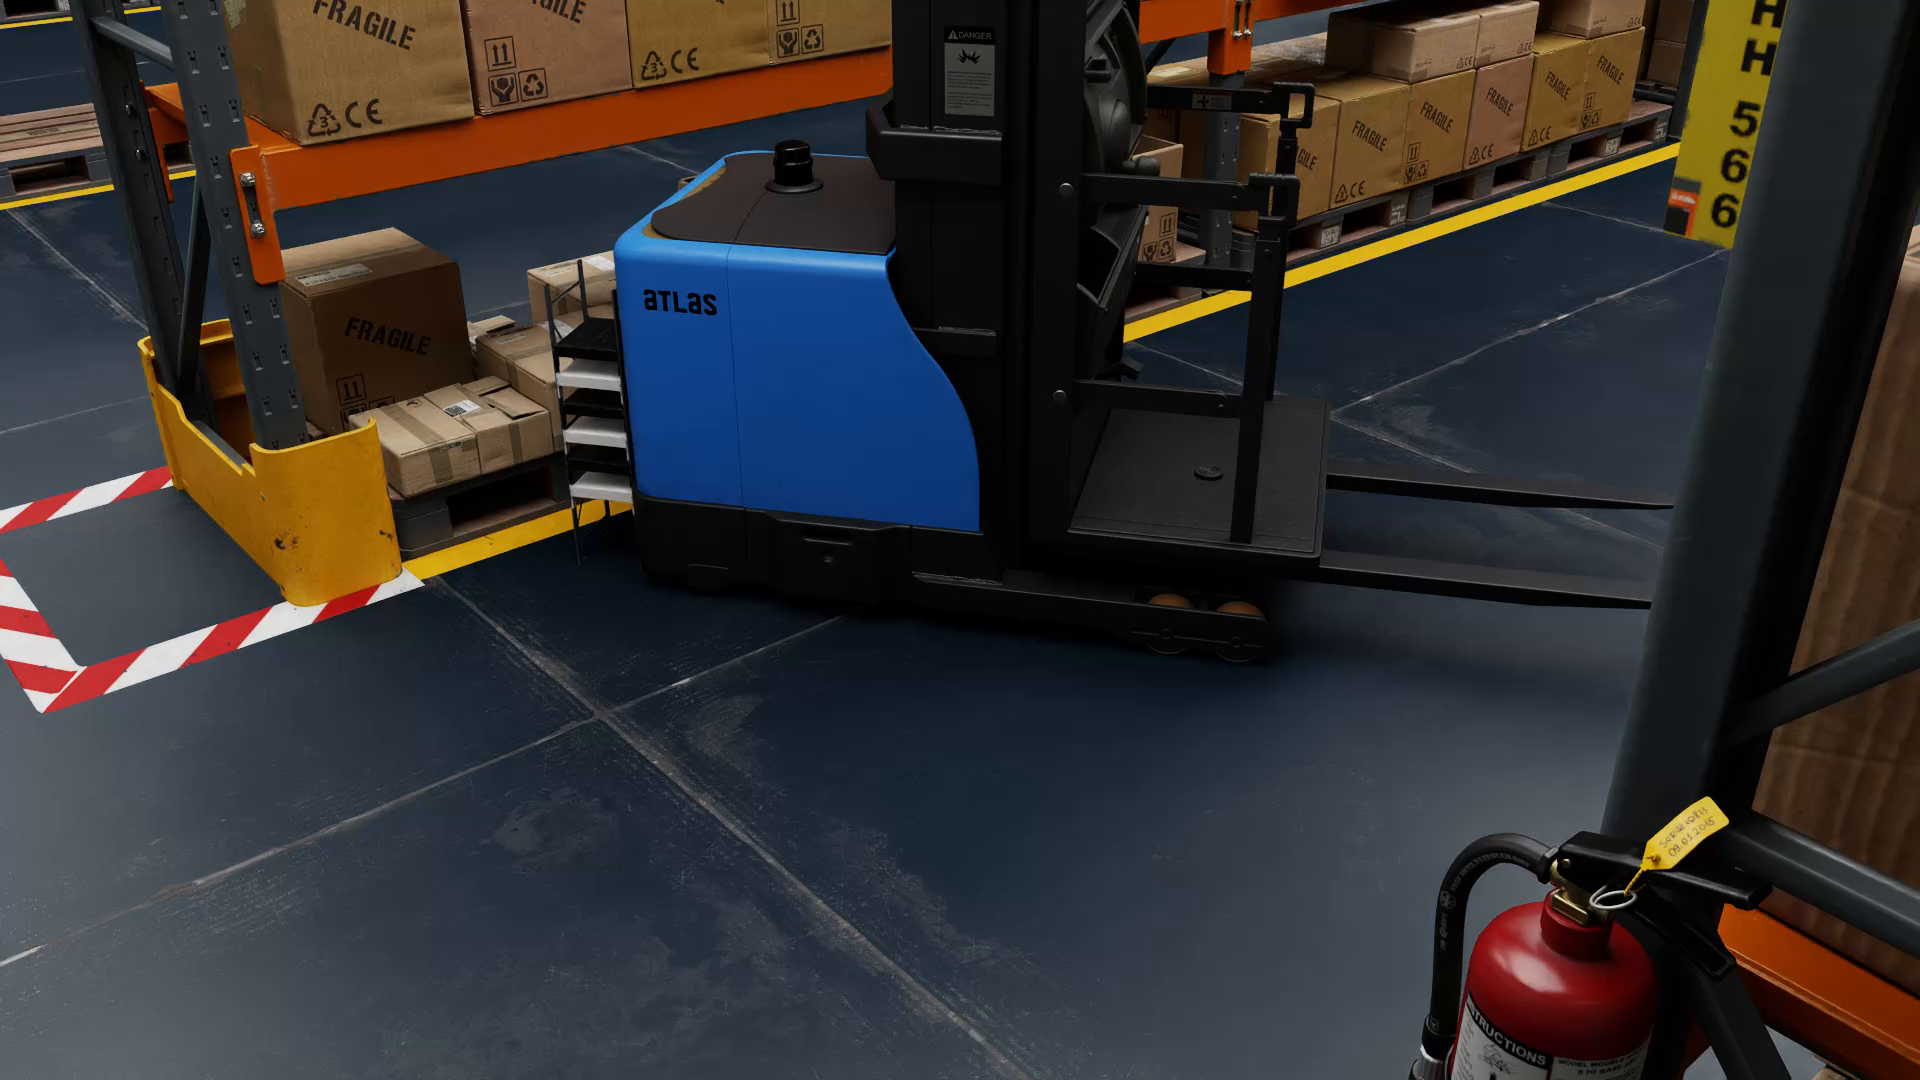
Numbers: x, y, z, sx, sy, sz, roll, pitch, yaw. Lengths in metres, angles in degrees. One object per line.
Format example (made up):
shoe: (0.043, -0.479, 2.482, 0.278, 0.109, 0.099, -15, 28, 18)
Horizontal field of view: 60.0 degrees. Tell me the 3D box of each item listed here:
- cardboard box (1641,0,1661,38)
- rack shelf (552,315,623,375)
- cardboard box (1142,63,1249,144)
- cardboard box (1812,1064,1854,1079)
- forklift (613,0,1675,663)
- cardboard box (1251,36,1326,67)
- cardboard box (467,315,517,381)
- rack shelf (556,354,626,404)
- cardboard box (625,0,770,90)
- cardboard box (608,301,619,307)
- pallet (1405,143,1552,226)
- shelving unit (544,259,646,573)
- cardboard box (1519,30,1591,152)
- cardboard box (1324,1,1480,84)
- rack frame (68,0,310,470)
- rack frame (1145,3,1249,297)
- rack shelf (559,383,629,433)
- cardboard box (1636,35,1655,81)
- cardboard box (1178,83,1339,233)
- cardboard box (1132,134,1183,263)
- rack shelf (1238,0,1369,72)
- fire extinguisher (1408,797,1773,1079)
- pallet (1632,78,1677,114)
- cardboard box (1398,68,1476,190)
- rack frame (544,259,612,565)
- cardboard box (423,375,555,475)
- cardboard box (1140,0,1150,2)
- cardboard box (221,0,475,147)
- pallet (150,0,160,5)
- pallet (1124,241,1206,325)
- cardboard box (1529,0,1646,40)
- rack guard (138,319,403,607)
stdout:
cardboard box: (4.086, -3.268, 10.059, 0.500, 0.311, 0.500, -21, 34, -34)
rack shelf: (-1.043, -0.572, 4.864, 0.200, 0.077, 0.258, 6, 29, 12)
cardboard box: (0.993, -1.921, 7.848, 0.500, 0.500, 0.500, -22, 35, -35)
cardboard box: (1.447, 1.090, 2.234, 0.500, 0.500, 0.700, -22, 35, -35)
forklift: (0.608, -1.228, 4.438, 3.031, 2.935, 1.130, 6, 29, 11)
cardboard box: (1.757, -2.223, 8.412, 0.500, 0.500, 0.500, -21, 35, -34)
cardboard box: (-1.619, -0.643, 5.810, 0.250, 0.166, 0.380, -22, 35, -35)
rack shelf: (-1.043, -0.493, 4.906, 0.200, 0.077, 0.258, 6, 29, 12)
cardboard box: (-0.958, -1.750, 5.236, 0.500, 0.500, 0.500, -22, 35, -35)
cardboard box: (-0.880, -0.704, 5.836, 0.500, 0.250, 0.500, -22, 35, -35)
pallet: (2.327, -1.984, 8.738, 1.213, 0.211, 1.003, -22, 35, -35)
shelving unit: (-1.043, -0.363, 4.975, 0.210, 0.900, 0.258, 6, 29, 12)
cardboard box: (2.894, -2.363, 8.674, 0.500, 0.500, 0.500, -23, 36, -37)
cardboard box: (2.091, -2.365, 7.882, 0.500, 0.250, 0.500, -22, 35, -35)
rack frame: (-2.239, -1.352, 4.598, 0.127, 3.000, 1.000, -22, 35, -35)
rack frame: (0.804, -2.576, 6.888, 0.127, 3.000, 1.000, -22, 35, -35)
rack shelf: (-1.043, -0.413, 4.949, 0.200, 0.077, 0.258, 6, 29, 12)
cardboard box: (4.089, -3.020, 10.191, 0.500, 0.250, 0.500, -21, 35, -34)
cardboard box: (1.330, -1.728, 7.486, 0.500, 0.500, 0.500, -24, 36, -37)
cardboard box: (0.555, -1.391, 6.857, 0.500, 0.500, 0.500, -22, 35, -35)
rack shelf: (2.326, -2.870, 8.202, 4.000, 0.370, 1.077, -22, 35, -35)
fire extinguisher: (0.565, 0.502, 1.606, 0.183, 0.674, 0.296, -22, 35, -35)
pallet: (4.499, -2.808, 10.280, 1.213, 0.211, 1.003, -22, 35, -35)
cardboard box: (2.114, -2.045, 8.080, 0.500, 0.500, 0.500, -21, 35, -34)
rack frame: (-1.142, -0.374, 4.996, 0.006, 0.900, 0.240, 6, 29, 12)
cardboard box: (-1.507, -0.378, 5.314, 0.250, 0.166, 0.380, -22, 35, -35)
cardboard box: (0.590, -2.375, 6.406, 0.500, 0.500, 0.500, -21, 35, -34)
cardboard box: (-1.730, -1.438, 4.651, 0.500, 0.500, 0.500, -21, 35, -34)
pallet: (-6.252, -4.695, 13.811, 1.213, 0.211, 1.003, -22, 35, -35)
pallet: (0.281, -1.136, 7.152, 1.213, 0.211, 1.003, -22, 35, -35)
cardboard box: (3.248, -2.833, 8.758, 0.500, 0.250, 0.500, -20, 34, -33)
rack guard: (-2.181, -0.273, 5.230, 0.348, 0.500, 1.175, -22, 35, -35)
